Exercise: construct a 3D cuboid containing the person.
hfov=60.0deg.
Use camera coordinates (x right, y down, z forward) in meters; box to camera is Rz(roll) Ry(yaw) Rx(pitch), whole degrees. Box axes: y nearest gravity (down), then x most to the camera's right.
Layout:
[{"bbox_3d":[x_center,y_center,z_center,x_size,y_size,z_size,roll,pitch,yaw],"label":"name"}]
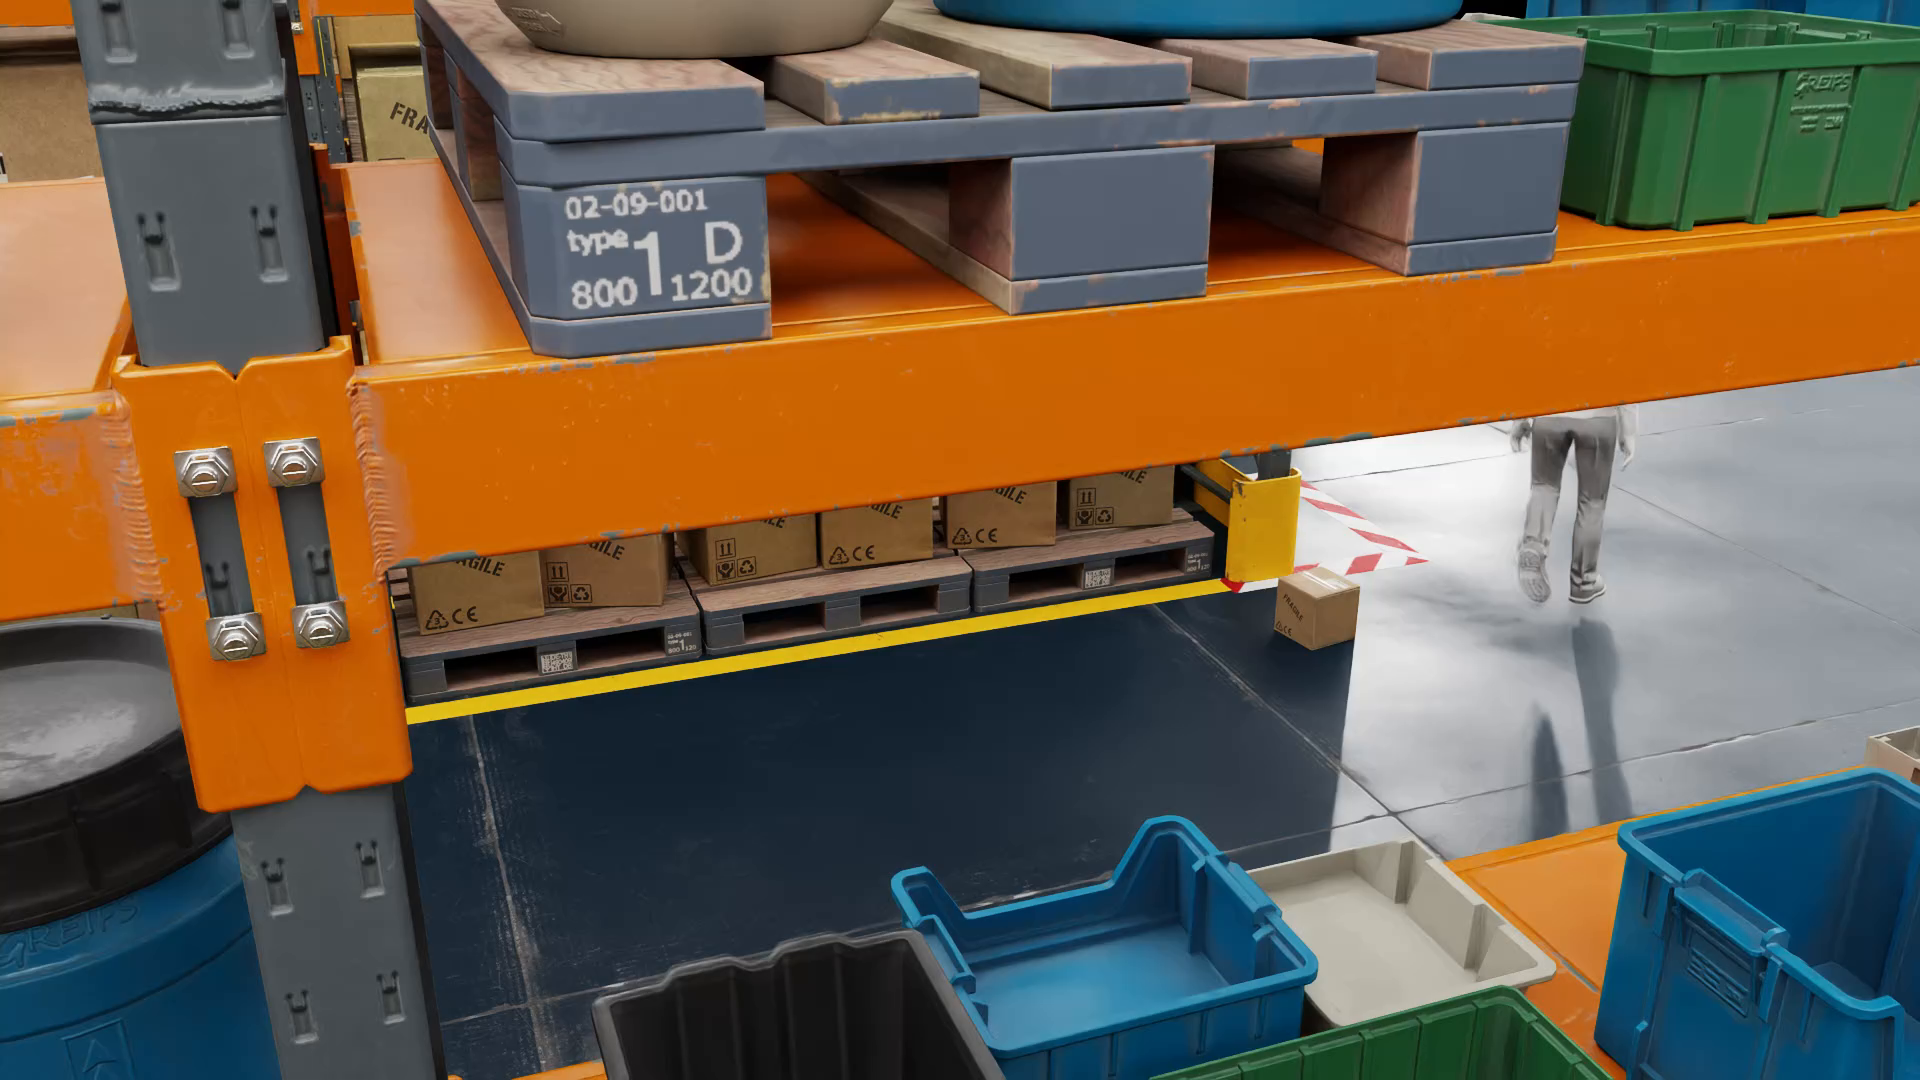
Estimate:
[{"bbox_3d":[2.659,-0.497,7.233,0.536,1.647,0.553,14,26,30],"label":"person"}]
